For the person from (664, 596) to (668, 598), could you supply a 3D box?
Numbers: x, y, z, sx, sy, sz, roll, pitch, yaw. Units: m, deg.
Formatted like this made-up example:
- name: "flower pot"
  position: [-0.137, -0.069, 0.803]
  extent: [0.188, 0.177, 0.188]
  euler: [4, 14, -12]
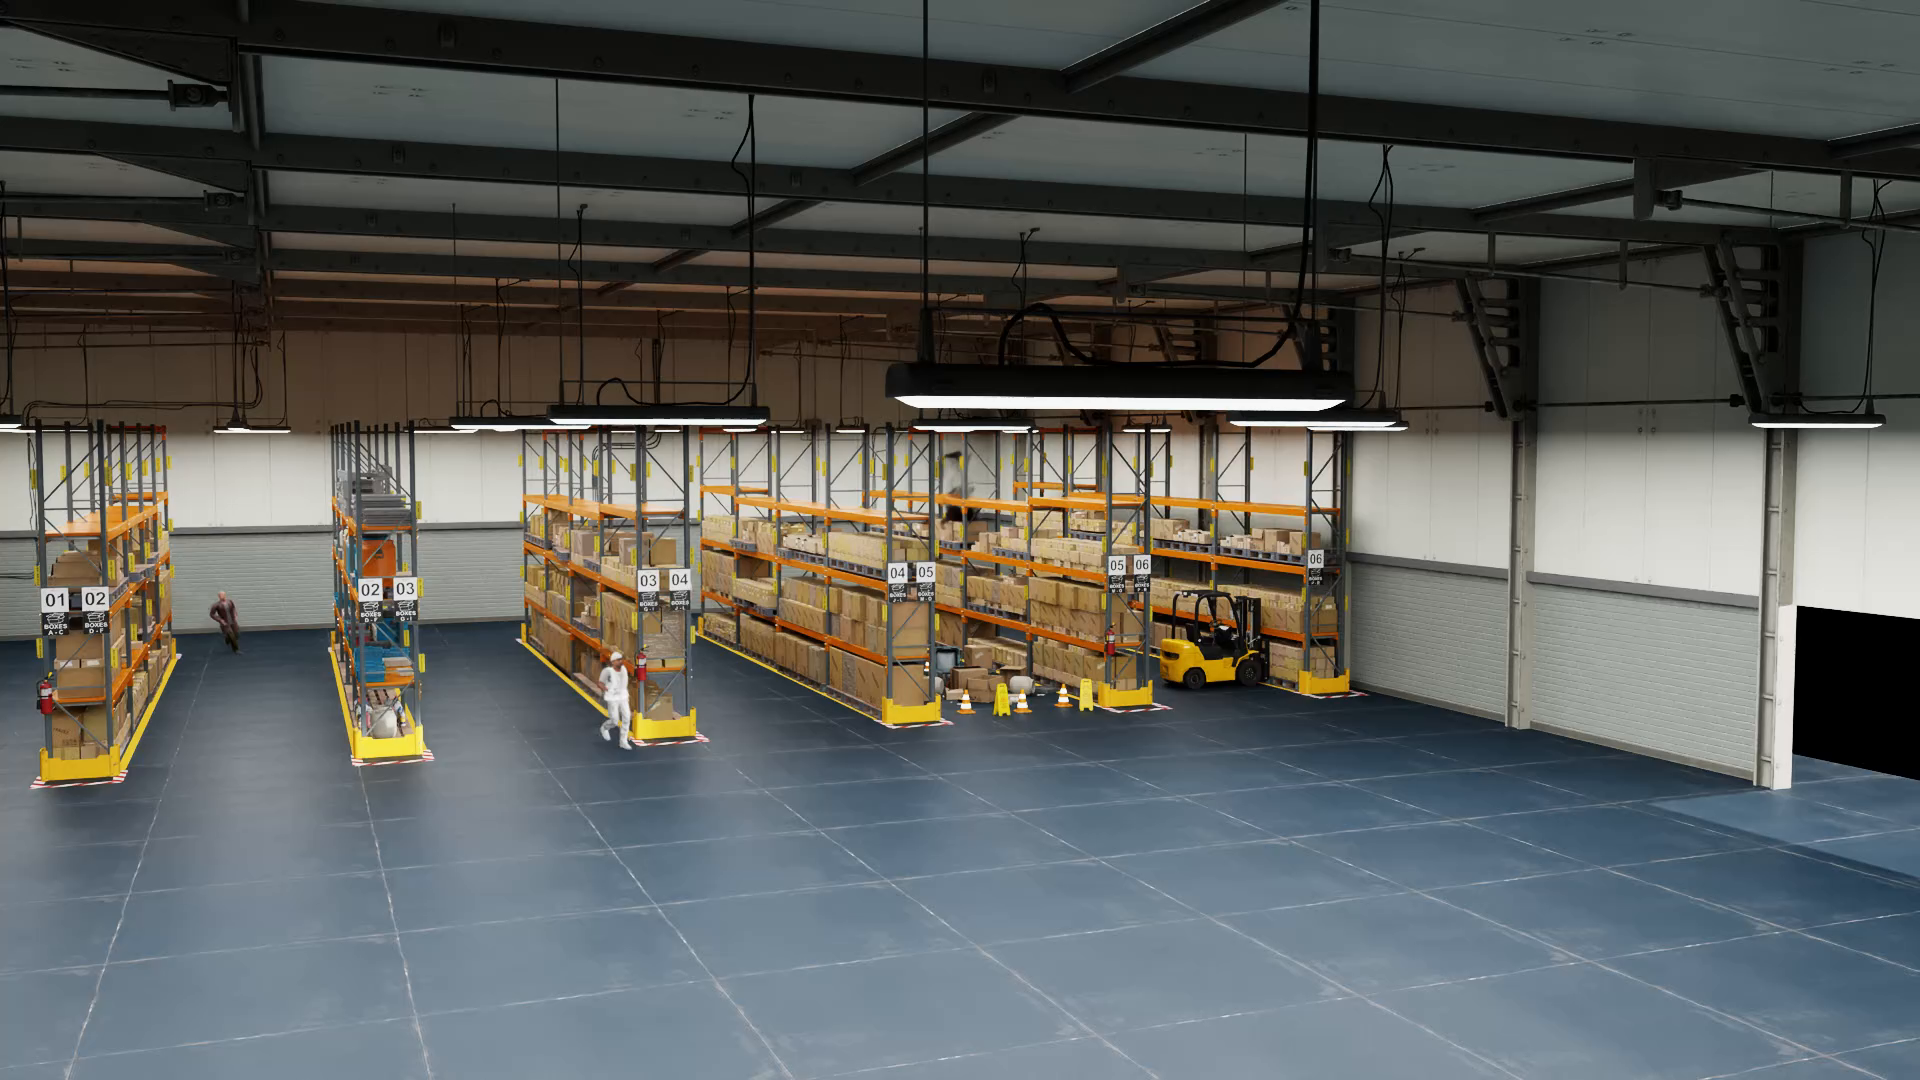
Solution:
- name: "person"
  position: [-8.632, 1.876, 47.841]
  extent: [0.724, 1.736, 0.601]
  euler: [2, 4, 26]

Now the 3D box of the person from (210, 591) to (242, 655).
- name: "person"
  position: [-19.255, 2.170, 43.471]
  extent: [0.720, 1.693, 0.748]
  euler: [2, 4, 33]

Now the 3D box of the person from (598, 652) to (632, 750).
- name: "person"
  position: [-6.338, 2.943, 30.583]
  extent: [0.822, 1.777, 0.720]
  euler: [3, 5, 43]
